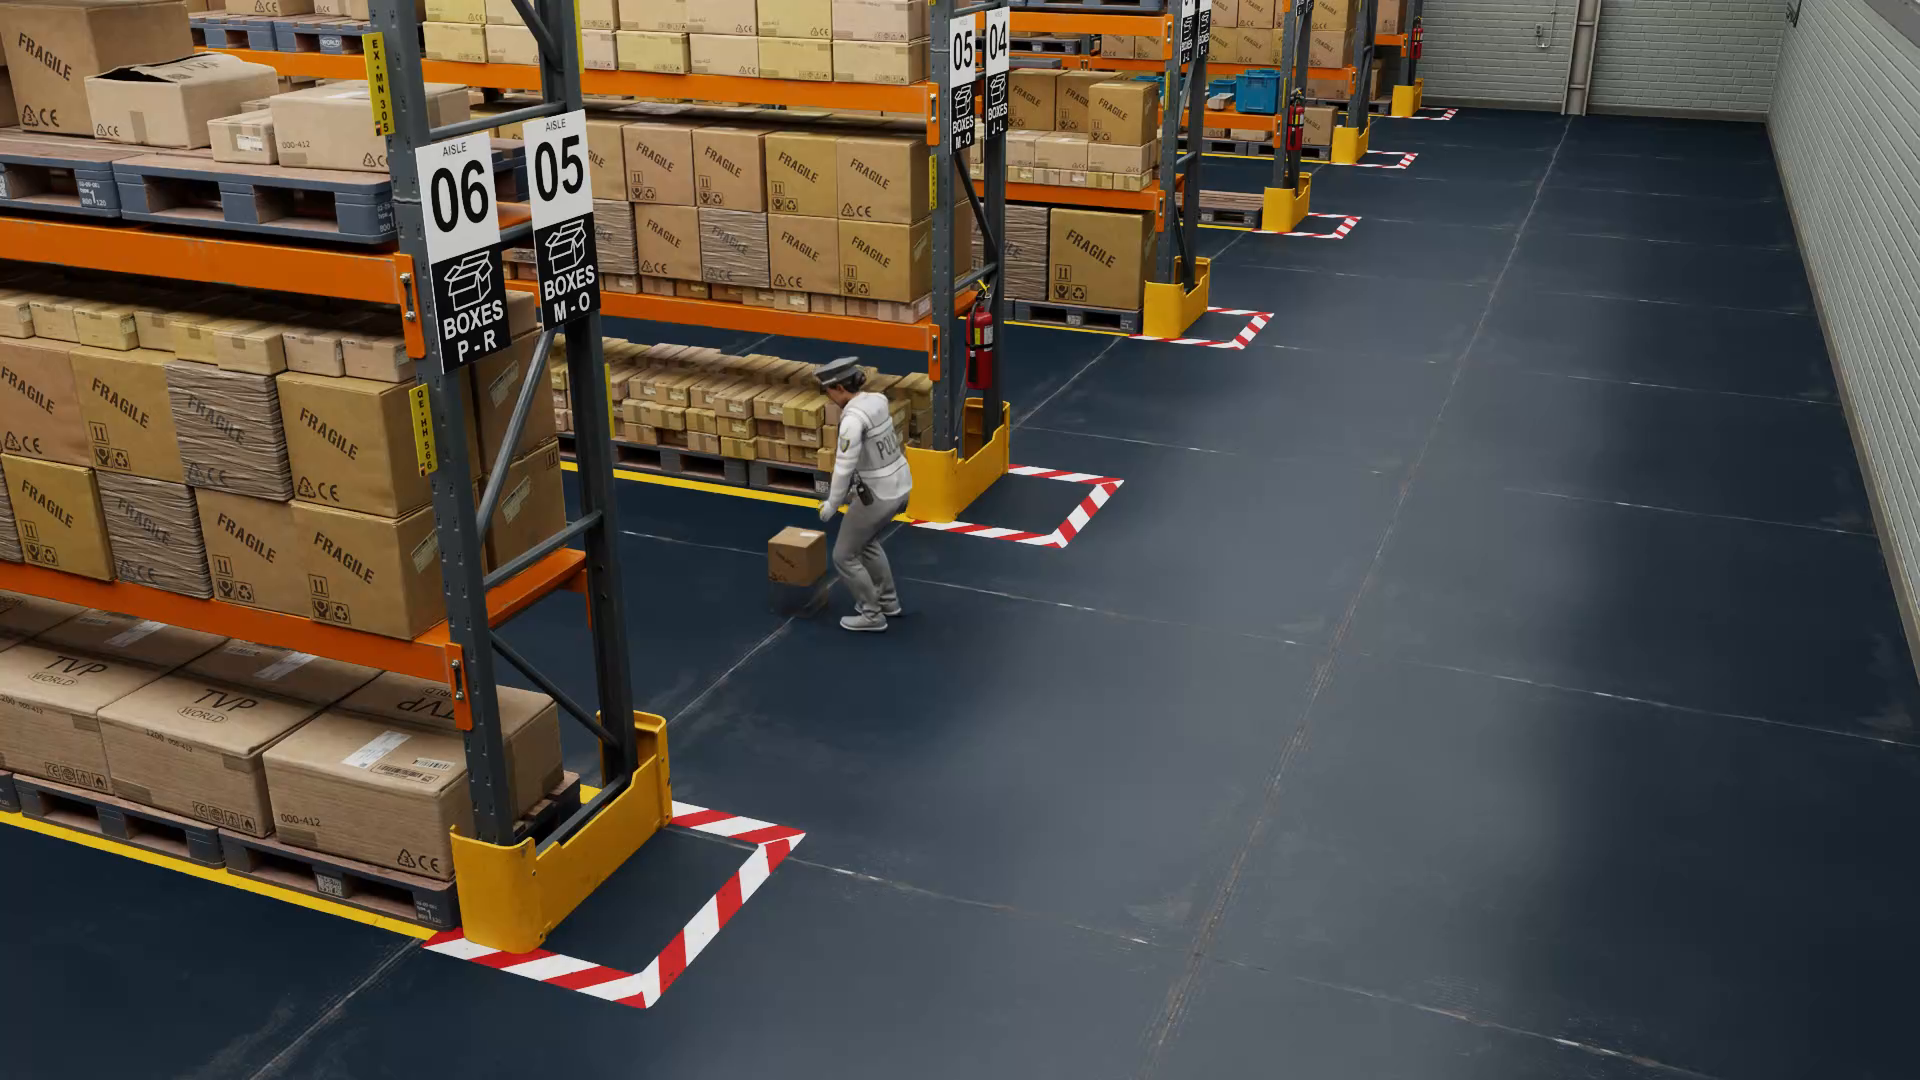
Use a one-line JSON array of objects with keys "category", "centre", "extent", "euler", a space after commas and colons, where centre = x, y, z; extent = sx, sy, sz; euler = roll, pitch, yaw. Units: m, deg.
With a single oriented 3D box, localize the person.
[{"category": "person", "centre": [-0.546, -0.248, 9.322], "extent": [0.526, 1.576, 0.516], "euler": [9, 24, 21]}]
